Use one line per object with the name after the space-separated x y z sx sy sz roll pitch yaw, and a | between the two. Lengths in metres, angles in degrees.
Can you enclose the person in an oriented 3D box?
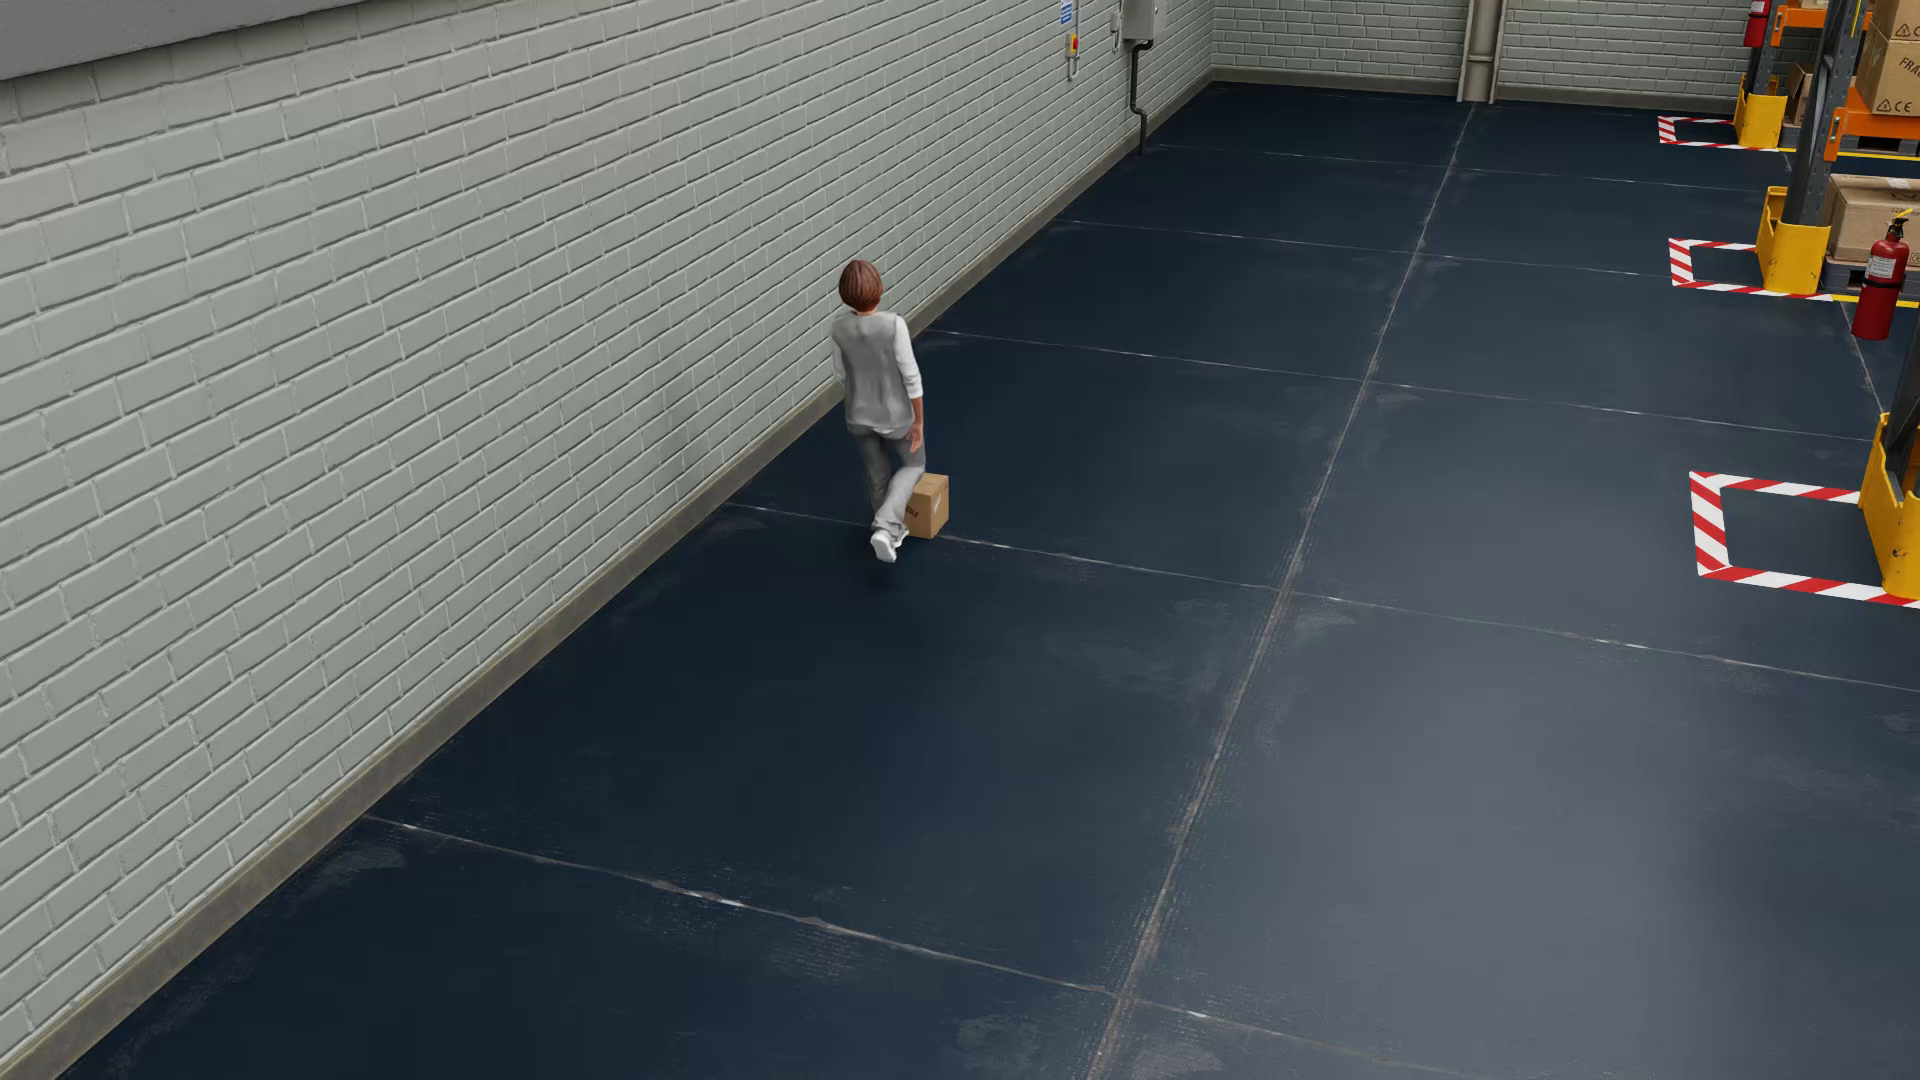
-0.350 -0.614 7.894 0.458 1.557 0.682 6 27 13 | person
